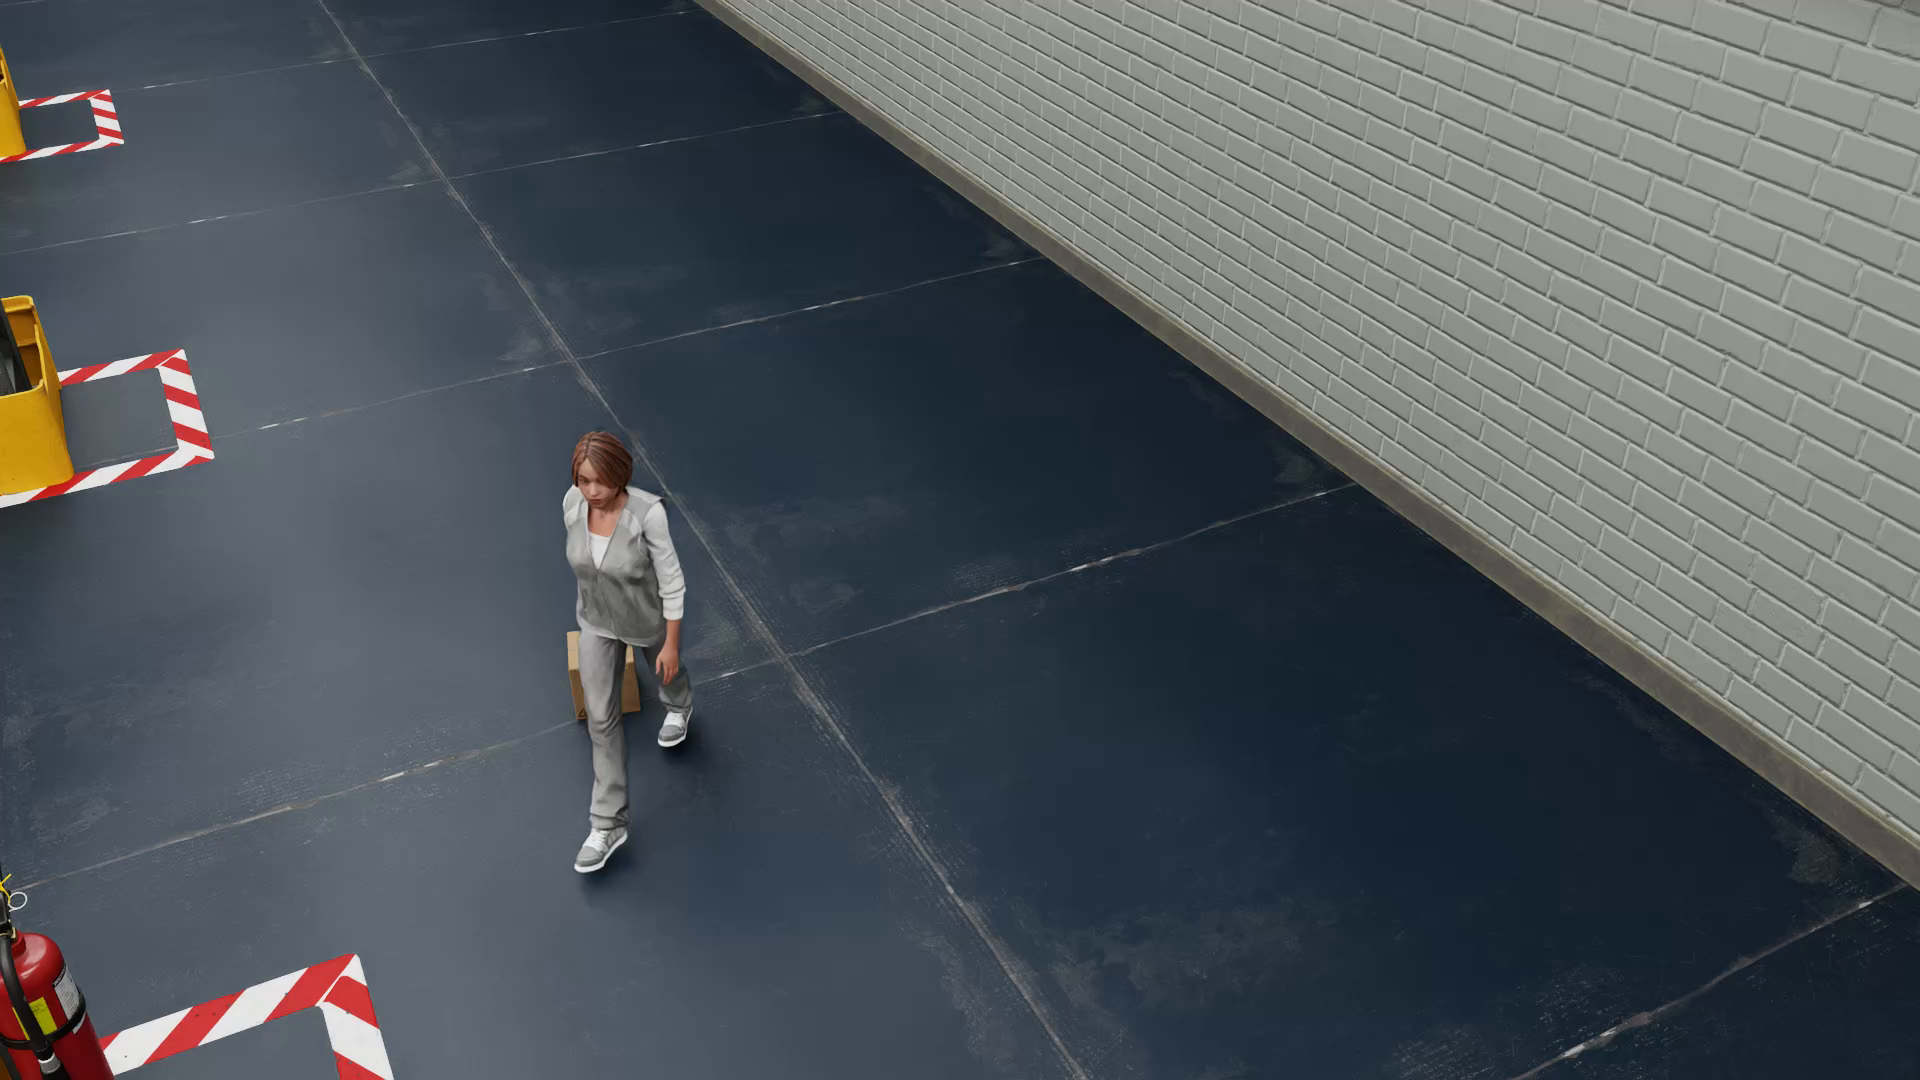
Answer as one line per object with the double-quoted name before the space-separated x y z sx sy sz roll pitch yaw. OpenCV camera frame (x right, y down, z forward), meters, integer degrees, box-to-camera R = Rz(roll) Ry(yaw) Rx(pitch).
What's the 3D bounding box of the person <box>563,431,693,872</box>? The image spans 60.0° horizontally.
"person" -1.135 0.284 5.712 0.445 1.523 0.971 3 34 5
